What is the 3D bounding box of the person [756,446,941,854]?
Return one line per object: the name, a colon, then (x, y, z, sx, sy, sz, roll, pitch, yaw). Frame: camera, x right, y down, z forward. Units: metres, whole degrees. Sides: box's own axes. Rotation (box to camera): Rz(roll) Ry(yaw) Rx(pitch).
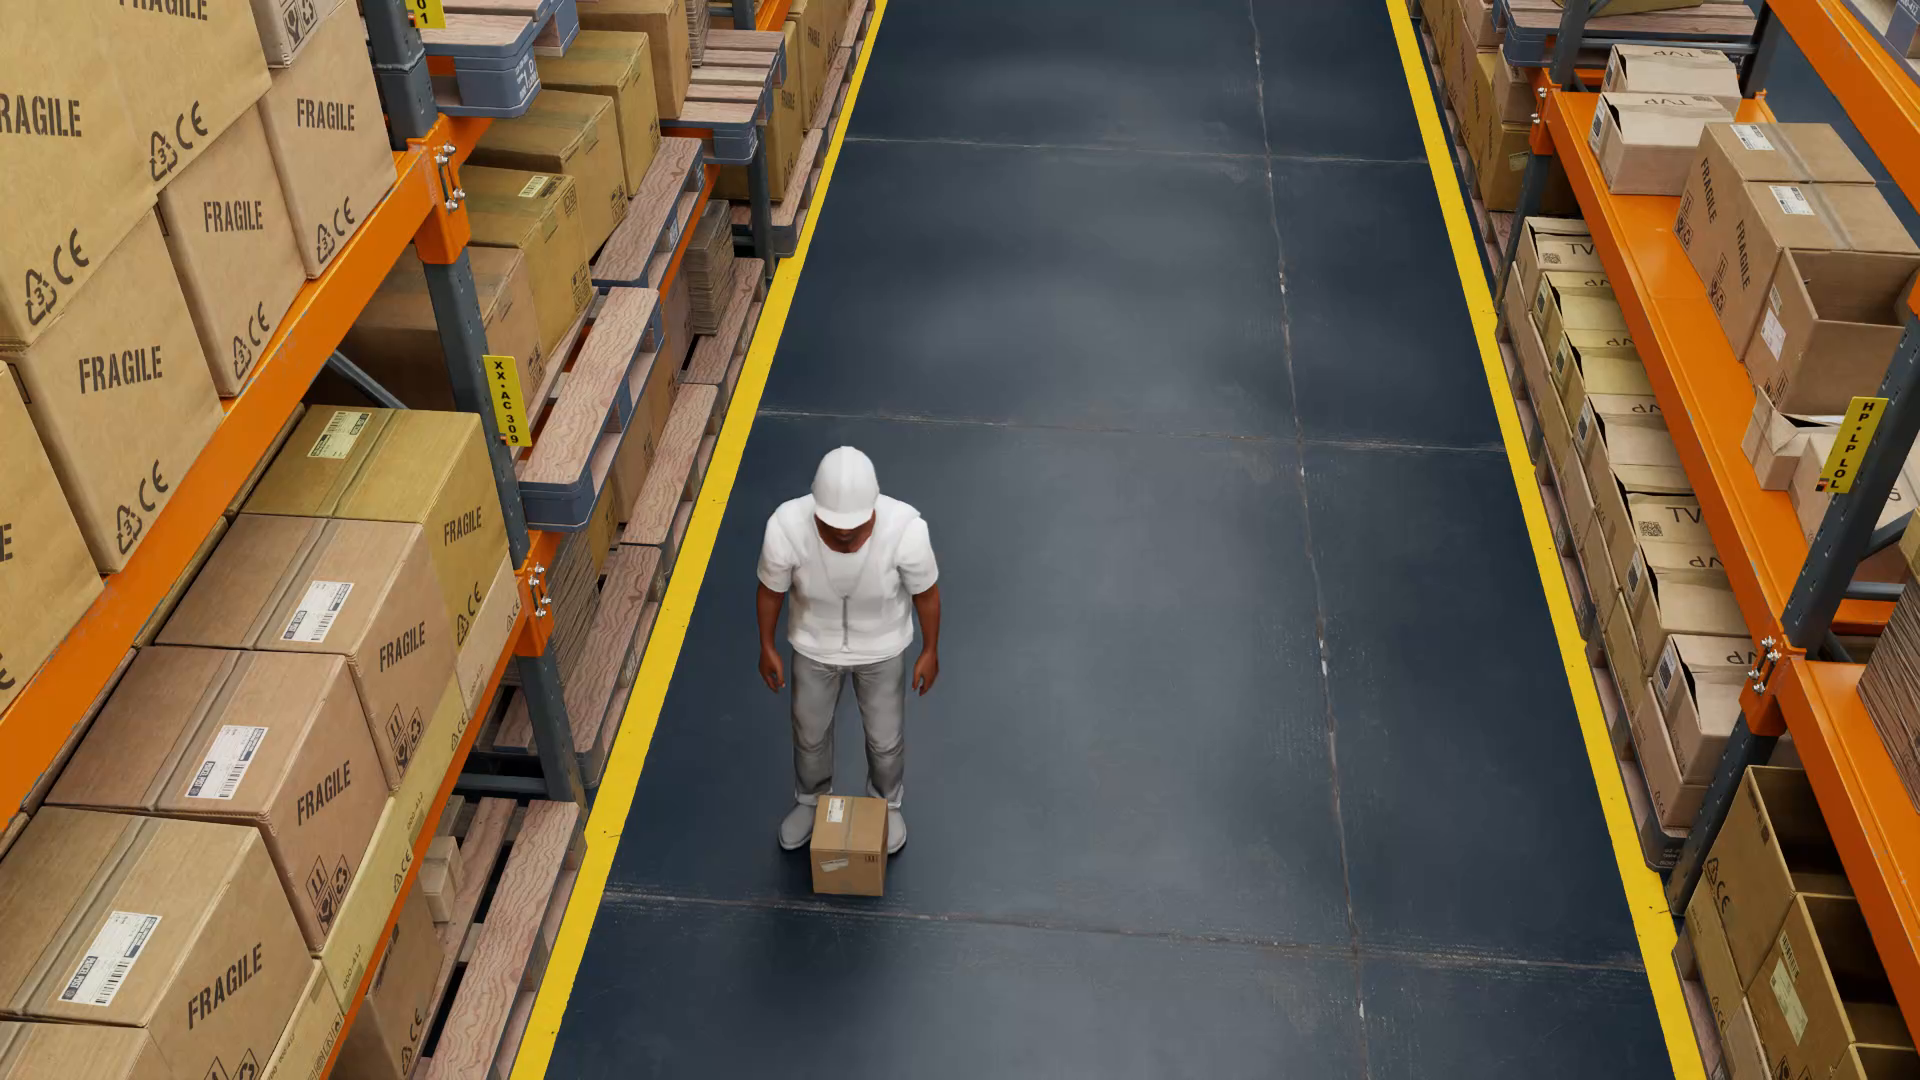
person: (-0.380, 0.378, 5.690, 0.629, 1.759, 0.461, 1, 40, 1)
